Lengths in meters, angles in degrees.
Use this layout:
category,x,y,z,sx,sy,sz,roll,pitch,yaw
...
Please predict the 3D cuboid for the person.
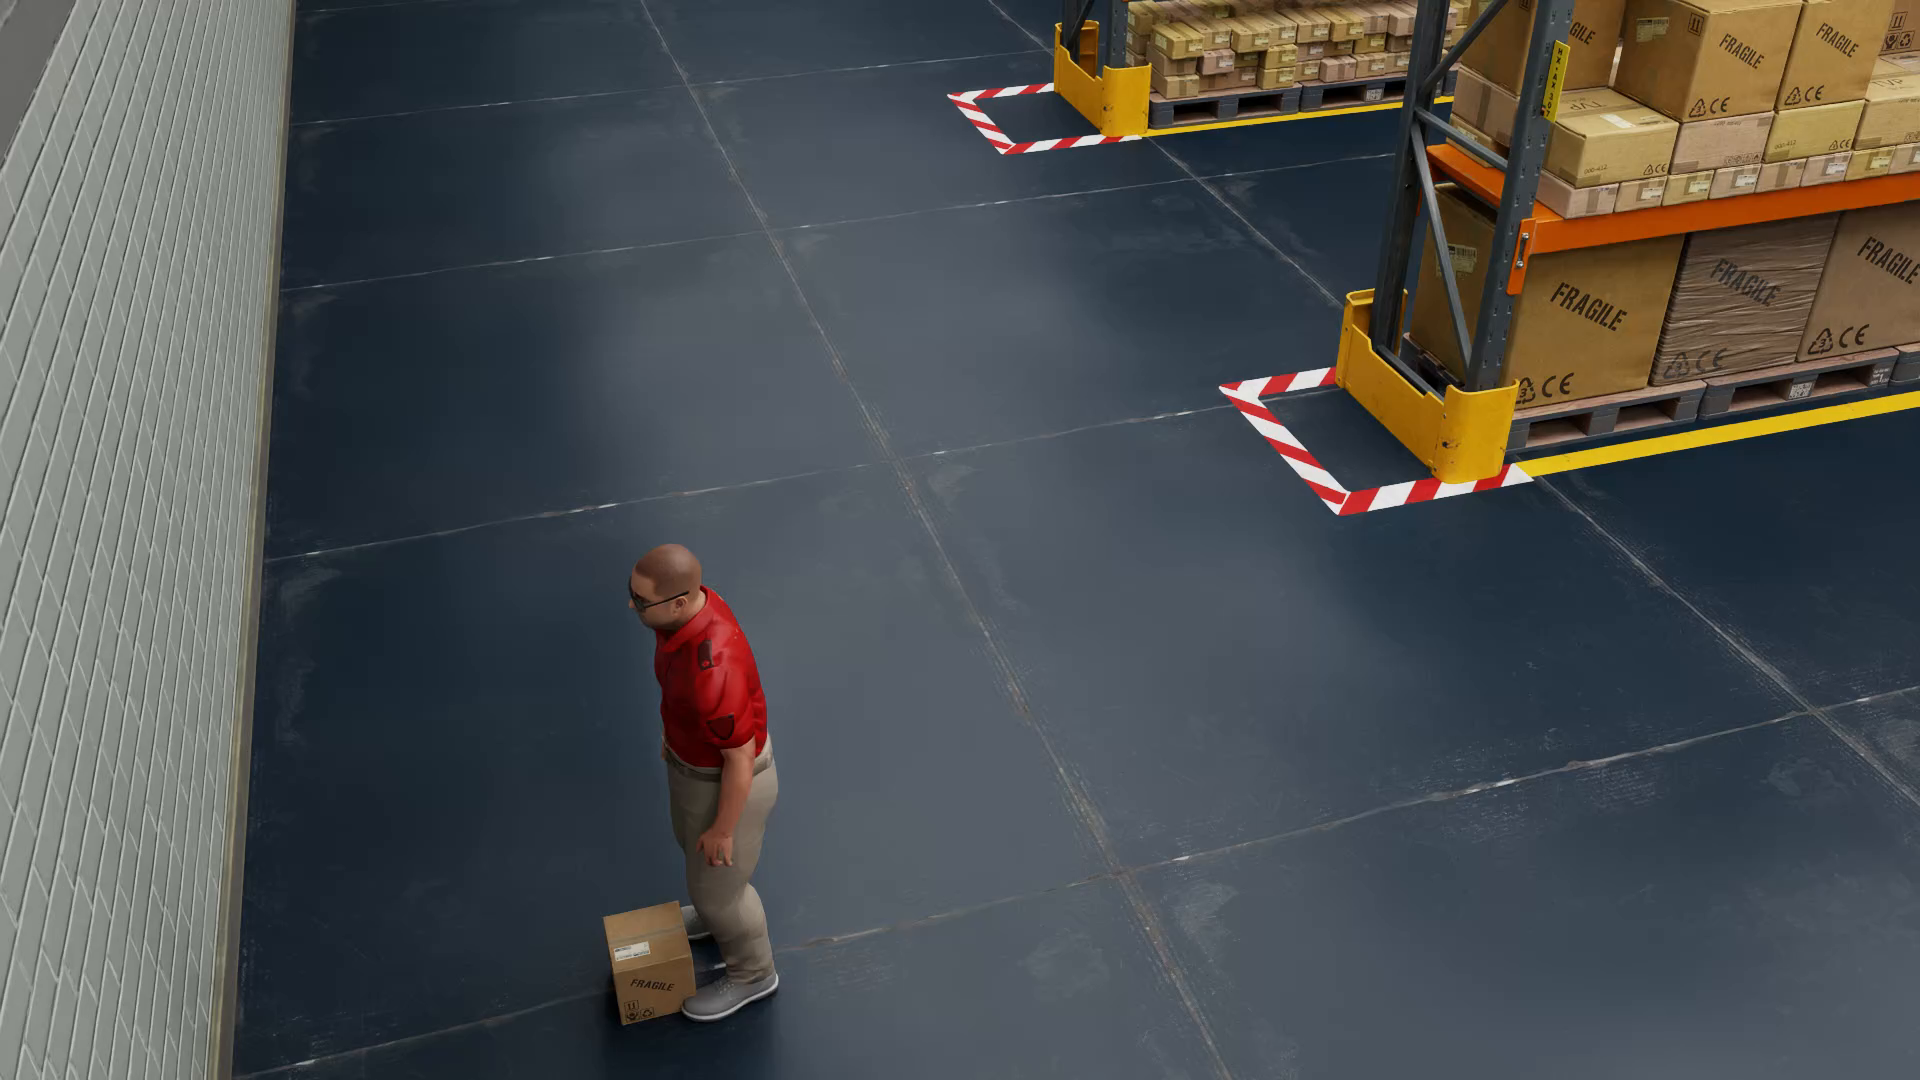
category,x,y,z,sx,sy,sz,roll,pitch,yaw
person,-0.767,0.718,5.075,0.385,1.728,0.605,-12,35,-17
